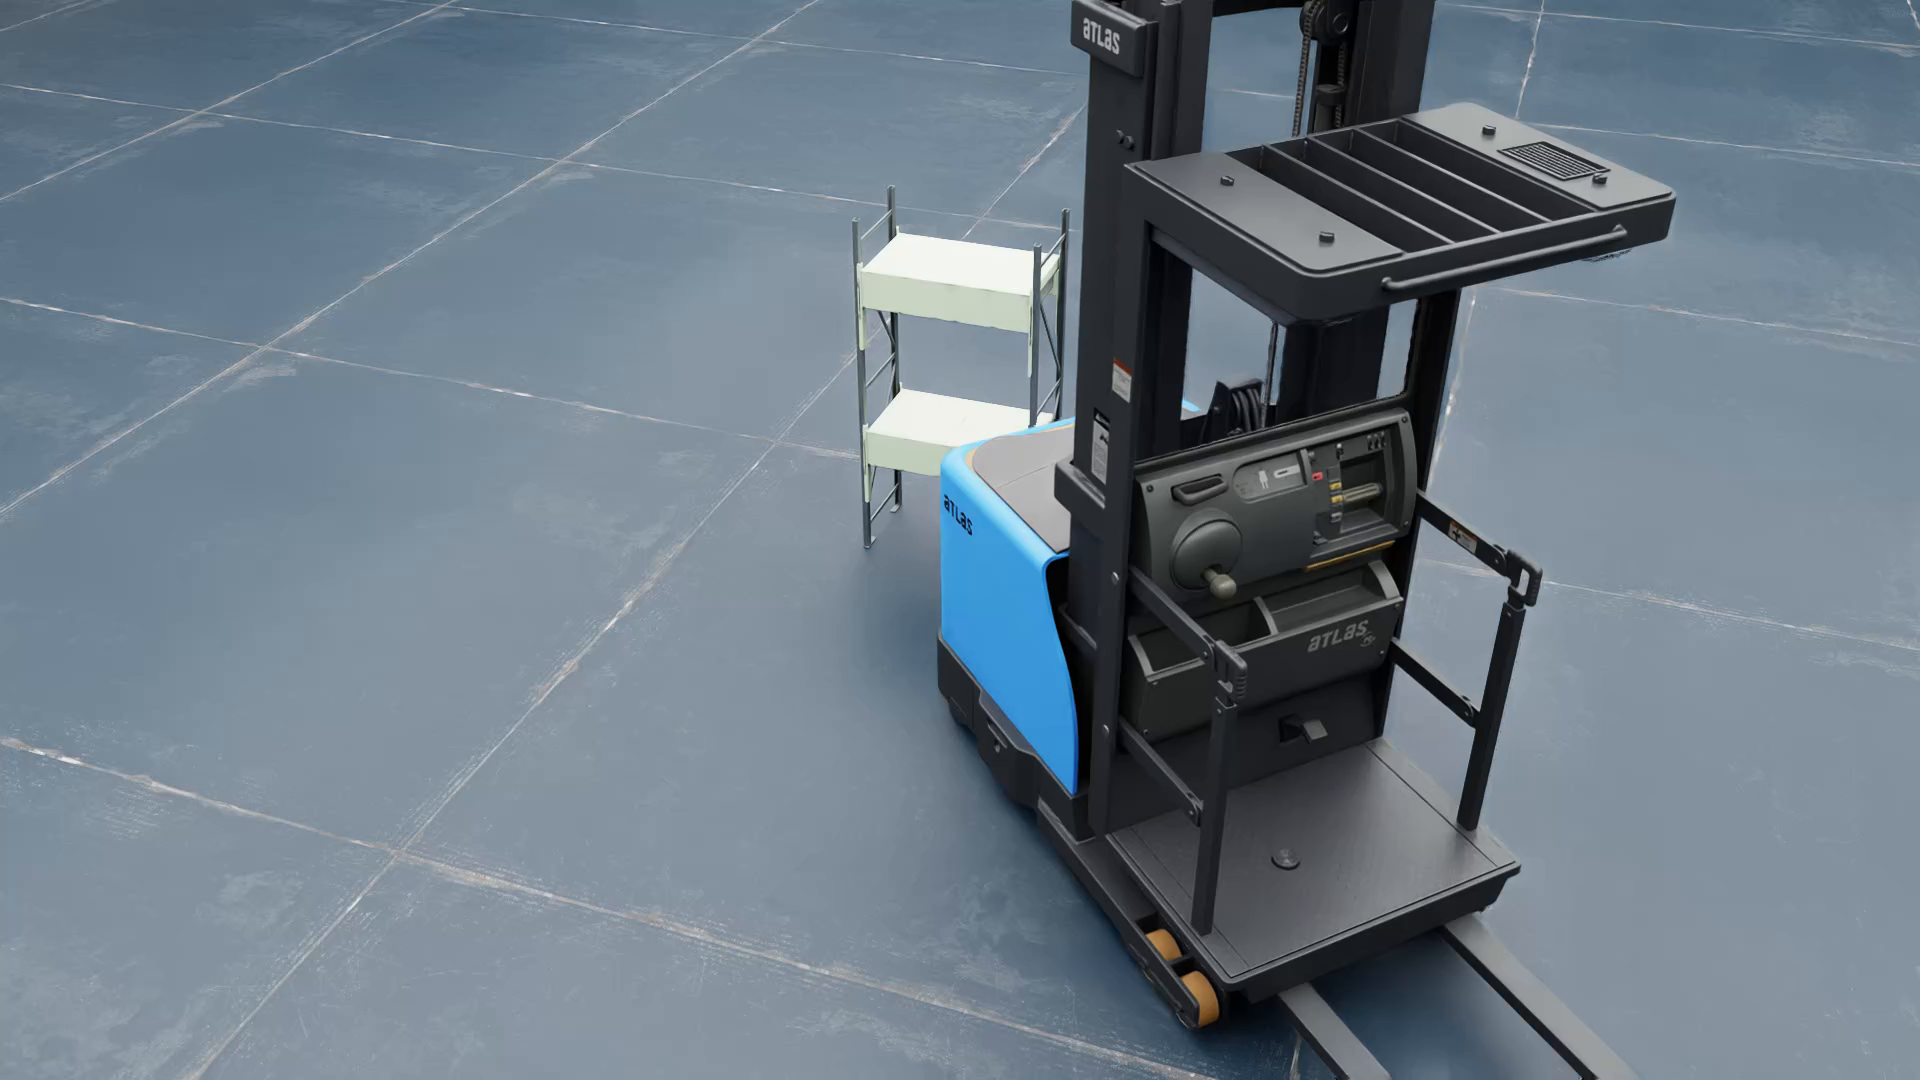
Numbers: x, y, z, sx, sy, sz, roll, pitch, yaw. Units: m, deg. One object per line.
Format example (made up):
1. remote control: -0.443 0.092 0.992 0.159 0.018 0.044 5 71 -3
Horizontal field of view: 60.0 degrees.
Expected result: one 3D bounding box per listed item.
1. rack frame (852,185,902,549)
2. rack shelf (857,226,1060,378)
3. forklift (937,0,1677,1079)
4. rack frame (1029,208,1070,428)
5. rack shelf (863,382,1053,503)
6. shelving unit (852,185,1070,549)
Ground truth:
1. rack frame: -0.338 -0.696 6.945 0.023 1.500 0.400 11 34 16
2. rack shelf: 0.006 -0.957 6.630 0.720 0.370 0.431 11 34 16
3. forklift: 1.024 -0.046 4.618 1.130 2.935 3.031 -15 36 -22
4. rack frame: 0.351 -0.562 6.738 0.023 1.500 0.400 11 34 16
5. rack shelf: 0.006 -0.355 7.018 0.720 0.370 0.431 11 34 16
6. shelving unit: 0.006 -0.629 6.841 0.755 1.500 0.431 11 34 16
